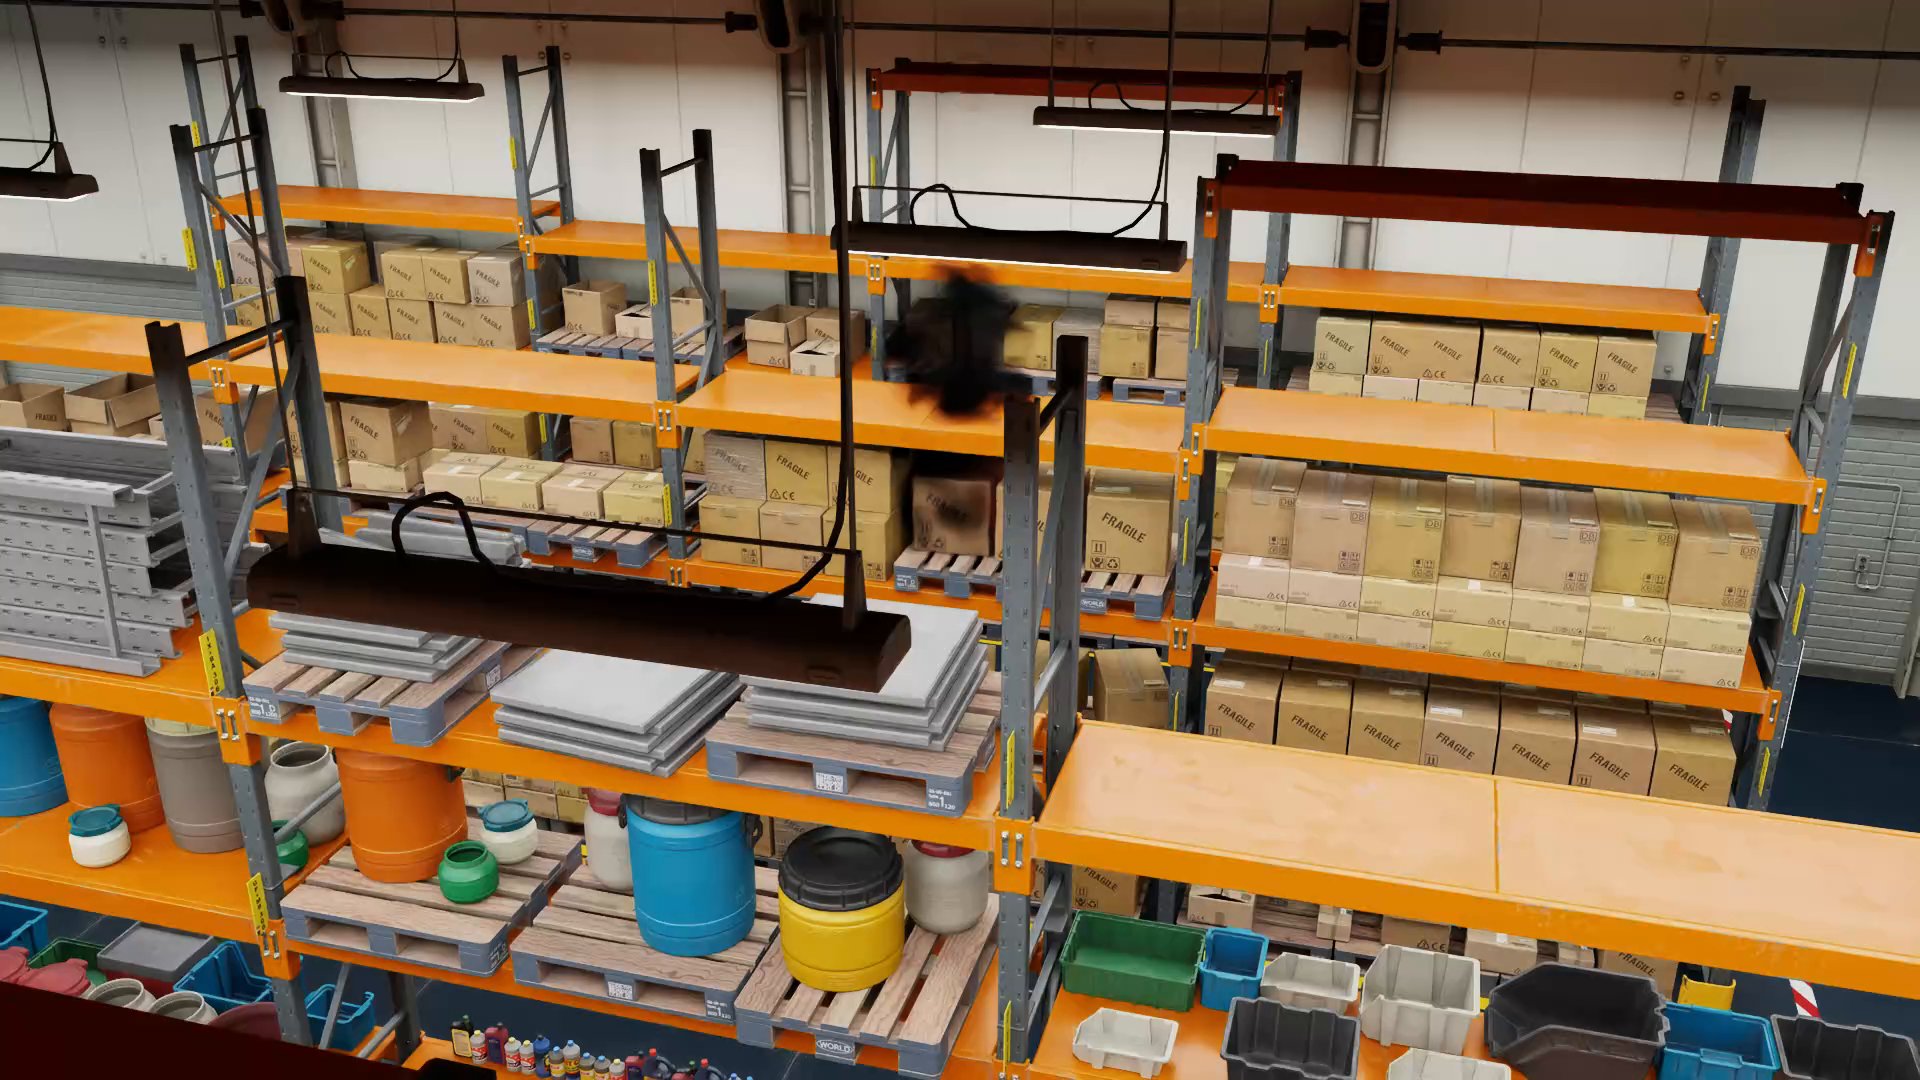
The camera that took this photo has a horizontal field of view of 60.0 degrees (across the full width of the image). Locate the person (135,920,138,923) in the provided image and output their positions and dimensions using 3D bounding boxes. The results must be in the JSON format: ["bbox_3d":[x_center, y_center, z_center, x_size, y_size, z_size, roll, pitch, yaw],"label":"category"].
[{"bbox_3d":[-5.874,2.545,12.356,0.572,1.749,0.713,5,23,12],"label":"person"}]
